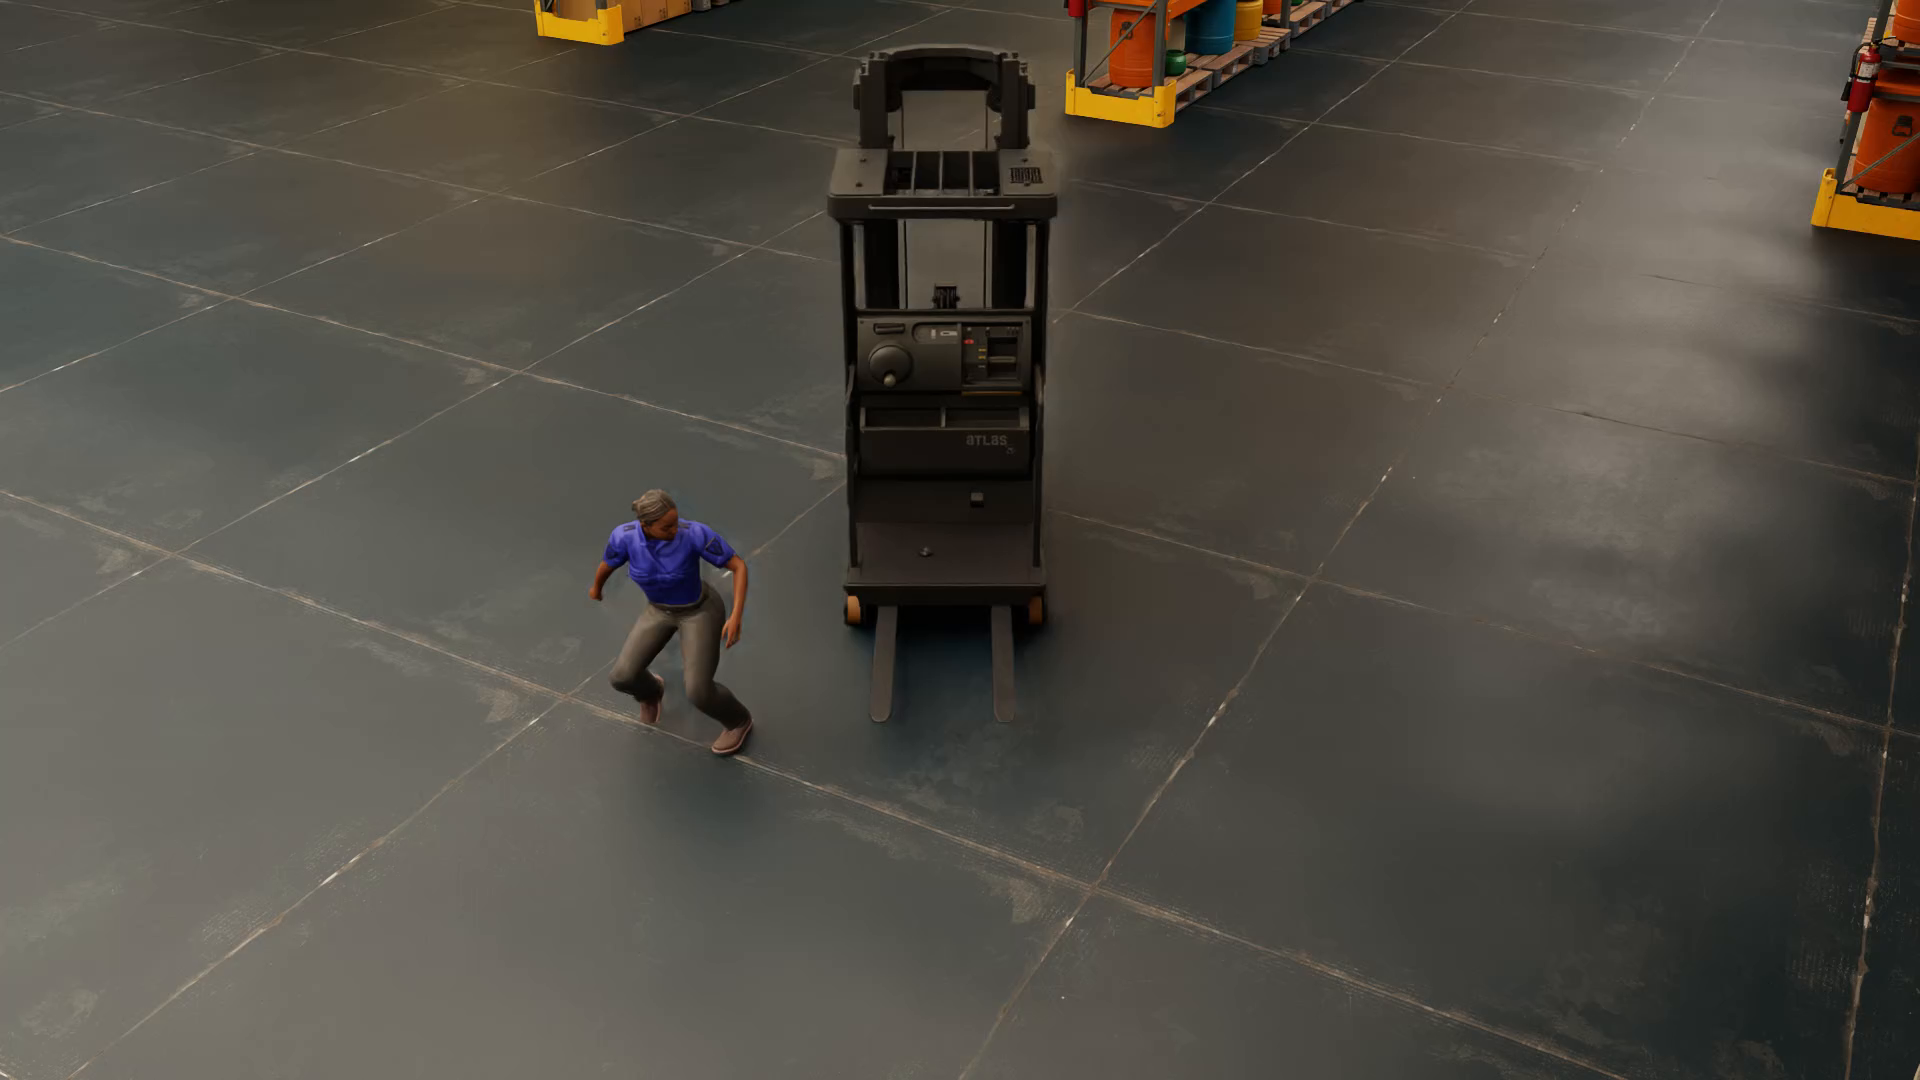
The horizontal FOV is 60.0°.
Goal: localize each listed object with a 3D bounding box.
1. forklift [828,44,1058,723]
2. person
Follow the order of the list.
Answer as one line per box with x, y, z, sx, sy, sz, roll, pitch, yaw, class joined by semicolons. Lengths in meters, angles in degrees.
-0.081;-0.955;8.725;1.130;2.935;3.031;0;30;0;forklift
-1.410;0.377;7.936;0.916;1.536;0.461;8;31;13;person
